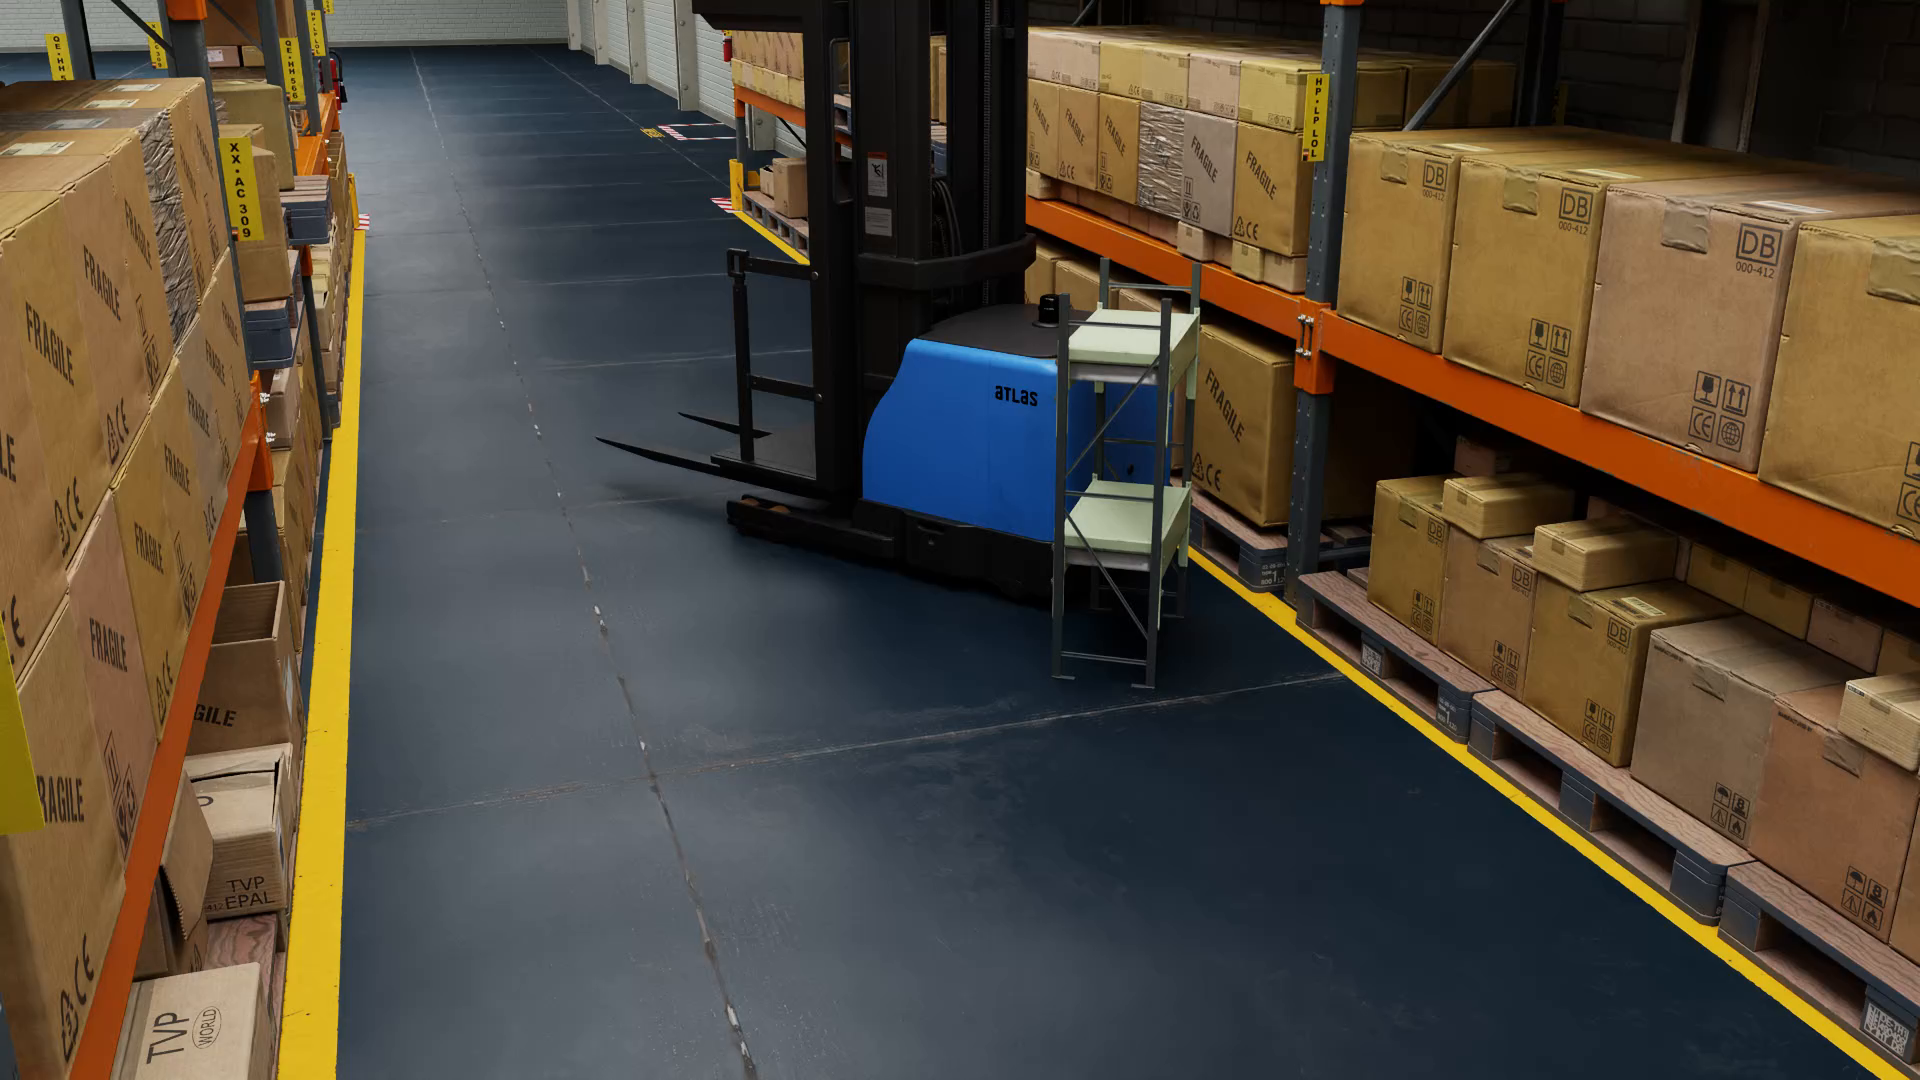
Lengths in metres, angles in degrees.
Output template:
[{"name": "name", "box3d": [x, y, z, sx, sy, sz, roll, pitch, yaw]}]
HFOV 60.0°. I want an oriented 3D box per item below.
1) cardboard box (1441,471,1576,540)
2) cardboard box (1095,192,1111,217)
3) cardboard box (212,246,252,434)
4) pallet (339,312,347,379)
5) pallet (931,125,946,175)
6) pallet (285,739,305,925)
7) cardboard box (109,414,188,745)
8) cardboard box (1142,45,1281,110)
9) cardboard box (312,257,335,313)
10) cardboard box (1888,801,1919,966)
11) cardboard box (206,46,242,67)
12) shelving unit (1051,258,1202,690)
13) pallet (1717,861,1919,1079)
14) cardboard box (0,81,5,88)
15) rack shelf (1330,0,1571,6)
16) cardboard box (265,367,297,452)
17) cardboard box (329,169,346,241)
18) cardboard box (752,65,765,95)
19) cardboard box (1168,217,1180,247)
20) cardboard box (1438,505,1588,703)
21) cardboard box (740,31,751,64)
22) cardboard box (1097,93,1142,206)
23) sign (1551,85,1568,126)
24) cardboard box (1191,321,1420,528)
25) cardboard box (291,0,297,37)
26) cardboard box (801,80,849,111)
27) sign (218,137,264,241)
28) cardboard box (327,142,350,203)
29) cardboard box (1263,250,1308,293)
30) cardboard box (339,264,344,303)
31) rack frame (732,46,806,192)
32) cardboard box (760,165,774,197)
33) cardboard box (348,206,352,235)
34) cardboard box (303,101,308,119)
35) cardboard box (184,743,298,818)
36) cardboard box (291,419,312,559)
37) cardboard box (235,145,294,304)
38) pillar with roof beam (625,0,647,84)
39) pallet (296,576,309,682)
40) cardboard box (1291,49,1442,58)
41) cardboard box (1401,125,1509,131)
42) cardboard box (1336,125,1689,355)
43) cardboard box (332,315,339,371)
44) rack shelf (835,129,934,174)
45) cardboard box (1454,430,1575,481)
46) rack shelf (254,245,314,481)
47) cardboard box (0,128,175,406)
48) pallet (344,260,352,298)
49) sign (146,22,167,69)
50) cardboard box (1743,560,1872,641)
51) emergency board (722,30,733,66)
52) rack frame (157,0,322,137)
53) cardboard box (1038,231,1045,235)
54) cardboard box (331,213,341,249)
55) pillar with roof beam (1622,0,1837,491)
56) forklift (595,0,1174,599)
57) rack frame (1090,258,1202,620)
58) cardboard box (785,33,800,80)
[{"name": "cardboard box", "box3d": [1.959, -0.127, 5.950, 0.380, 0.149, 0.250, -6, 21, -15]}, {"name": "cardboard box", "box3d": [0.944, -1.815, 8.875, 0.380, 0.149, 0.250, -6, 21, -16]}, {"name": "cardboard box", "box3d": [-2.414, -0.567, 4.910, 0.500, 0.500, 0.500, -6, 21, -16]}, {"name": "pallet", "box3d": [-4.673, -1.284, 11.178, 1.003, 0.211, 1.213, -6, 21, -17]}, {"name": "pallet", "box3d": [0.305, -2.591, 10.978, 1.213, 0.211, 1.003, -6, 21, -17]}, {"name": "pallet", "box3d": [-2.599, 0.880, 5.155, 1.003, 0.211, 1.213, -6, 21, -17]}, {"name": "cardboard box", "box3d": [-1.768, 0.087, 3.090, 0.500, 0.500, 0.500, -6, 21, -17]}, {"name": "cardboard box", "box3d": [1.186, -2.182, 7.826, 0.500, 0.250, 0.500, -6, 21, -16]}, {"name": "cardboard box", "box3d": [-4.289, -1.635, 10.648, 0.500, 0.311, 0.500, -7, 21, -19]}, {"name": "cardboard box", "box3d": [2.829, 0.868, 4.140, 0.700, 0.500, 0.500, -6, 21, -17]}, {"name": "cardboard box", "box3d": [-5.618, -3.637, 12.498, 0.380, 0.149, 0.250, -6, 21, -17]}, {"name": "shelving unit", "box3d": [0.650, -0.275, 6.463, 0.431, 1.500, 0.755, 6, 20, 15]}, {"name": "pallet", "box3d": [2.819, 1.167, 4.355, 1.003, 0.211, 1.213, -6, 21, -17]}, {"name": "cardboard box", "box3d": [-2.933, -0.990, 4.608, 0.500, 0.500, 0.500, -6, 21, -16]}, {"name": "rack shelf", "box3d": [2.516, -1.612, 4.594, 1.077, 0.370, 4.000, -6, 21, -17]}, {"name": "cardboard box", "box3d": [-3.049, -0.539, 6.917, 0.500, 0.250, 0.500, -6, 21, -17]}, {"name": "cardboard box", "box3d": [-5.177, -2.659, 13.219, 0.500, 0.500, 0.500, -6, 21, -17]}, {"name": "cardboard box", "box3d": [-1.701, -4.451, 16.063, 0.500, 0.250, 0.500, -7, 21, -18]}, {"name": "cardboard box", "box3d": [1.219, -1.481, 7.944, 0.380, 0.149, 0.250, -6, 21, -17]}, {"name": "cardboard box", "box3d": [2.180, 0.211, 5.970, 0.700, 0.500, 0.500, -7, 21, -18]}, {"name": "cardboard box", "box3d": [-1.874, -4.979, 16.423, 0.500, 0.500, 0.500, -6, 21, -17]}, {"name": "cardboard box", "box3d": [1.021, -1.983, 8.383, 0.500, 0.500, 0.500, -6, 21, -16]}, {"name": "sign", "box3d": [2.414, -1.685, 6.772, 0.100, 0.325, 0.005, -6, 21, -17]}, {"name": "cardboard box", "box3d": [1.559, -0.561, 7.601, 0.750, 0.750, 0.750, -6, 21, -17]}, {"name": "cardboard box", "box3d": [-5.791, -4.343, 13.502, 0.700, 0.500, 0.500, -6, 21, -17]}, {"name": "cardboard box", "box3d": [-1.064, -3.807, 14.269, 0.500, 0.250, 0.500, -6, 21, -17]}, {"name": "sign", "box3d": [-2.302, -1.121, 5.319, 0.100, 0.325, 0.005, -6, 21, -17]}, {"name": "cardboard box", "box3d": [-5.807, -3.301, 15.006, 0.500, 0.500, 0.500, -6, 21, -17]}, {"name": "cardboard box", "box3d": [1.512, -1.150, 7.024, 0.380, 0.149, 0.250, -6, 21, -17]}, {"name": "cardboard box", "box3d": [-4.766, -1.859, 12.102, 0.500, 0.250, 0.500, -7, 21, -18]}, {"name": "rack frame", "box3d": [-1.885, -5.032, 17.488, 1.000, 3.000, 0.127, -6, 21, -17]}, {"name": "cardboard box", "box3d": [-1.752, -3.742, 17.223, 0.500, 0.311, 0.500, -9, 22, -23]}, {"name": "cardboard box", "box3d": [-5.654, -2.787, 14.684, 0.500, 0.250, 0.500, -6, 21, -17]}, {"name": "cardboard box", "box3d": [-5.800, -3.739, 13.742, 0.700, 0.500, 0.500, -6, 21, -16]}, {"name": "cardboard box", "box3d": [-2.191, 0.748, 4.963, 0.380, 0.149, 0.250, -6, 21, -17]}, {"name": "cardboard box", "box3d": [-3.063, -0.196, 7.072, 0.500, 0.500, 0.500, -6, 21, -17]}, {"name": "cardboard box", "box3d": [-2.751, -1.074, 5.699, 0.700, 0.500, 0.500, -15, 24, -35]}, {"name": "pillar with roof beam", "box3d": [-10.588, -13.041, 30.912, 9.100, 9.000, 0.400, -6, 21, -17]}, {"name": "pallet", "box3d": [-3.106, 0.402, 6.485, 1.003, 0.211, 1.213, -6, 21, -17]}, {"name": "cardboard box", "box3d": [1.819, -2.073, 7.522, 0.500, 0.250, 0.500, -6, 21, -17]}, {"name": "cardboard box", "box3d": [1.982, -1.552, 7.181, 0.500, 0.500, 0.500, -7, 21, -19]}, {"name": "cardboard box", "box3d": [2.042, -1.146, 6.226, 0.980, 0.700, 0.700, -6, 21, -16]}, {"name": "cardboard box", "box3d": [-4.116, -1.201, 10.269, 0.500, 0.250, 0.500, -7, 21, -19]}, {"name": "rack shelf", "box3d": [0.001, -2.768, 12.249, 1.077, 0.370, 4.000, -6, 21, -17]}, {"name": "cardboard box", "box3d": [2.168, -0.324, 6.498, 0.380, 0.149, 0.250, -7, 21, -18]}, {"name": "rack shelf", "box3d": [-3.443, -0.956, 7.206, 1.077, 0.370, 4.000, -6, 21, -17]}, {"name": "cardboard box", "box3d": [-1.931, -0.549, 3.379, 0.500, 0.500, 0.500, -7, 21, -18]}, {"name": "pallet", "box3d": [-5.539, -2.168, 13.639, 1.003, 0.211, 1.213, -6, 21, -17]}, {"name": "sign", "box3d": [-5.855, -3.606, 12.120, 0.100, 0.325, 0.005, -6, 21, -17]}, {"name": "cardboard box", "box3d": [2.658, 0.175, 5.110, 0.380, 0.149, 0.250, -6, 21, -17]}, {"name": "emergency board", "box3d": [-3.470, -7.621, 24.698, 0.194, 1.169, 0.643, -6, 21, -17]}, {"name": "rack frame", "box3d": [-5.329, -3.220, 12.445, 1.000, 3.000, 0.127, -6, 21, -17]}, {"name": "cardboard box", "box3d": [0.303, -1.898, 11.811, 0.700, 0.500, 0.500, -6, 21, -17]}, {"name": "cardboard box", "box3d": [-4.929, -2.288, 12.467, 0.500, 0.311, 0.500, -6, 21, -17]}, {"name": "pillar with roof beam", "box3d": [-1.158, -3.414, 4.109, 9.100, 9.000, 0.400, -6, 21, -17]}, {"name": "forklift", "box3d": [-0.505, -1.504, 7.767, 3.031, 2.935, 1.130, 14, 24, 34]}, {"name": "rack frame", "box3d": [0.750, -0.394, 6.794, 0.400, 1.500, 0.023, 6, 20, 15]}, {"name": "cardboard box", "box3d": [-1.232, -4.318, 14.584, 0.500, 0.500, 0.500, -7, 21, -18]}]
